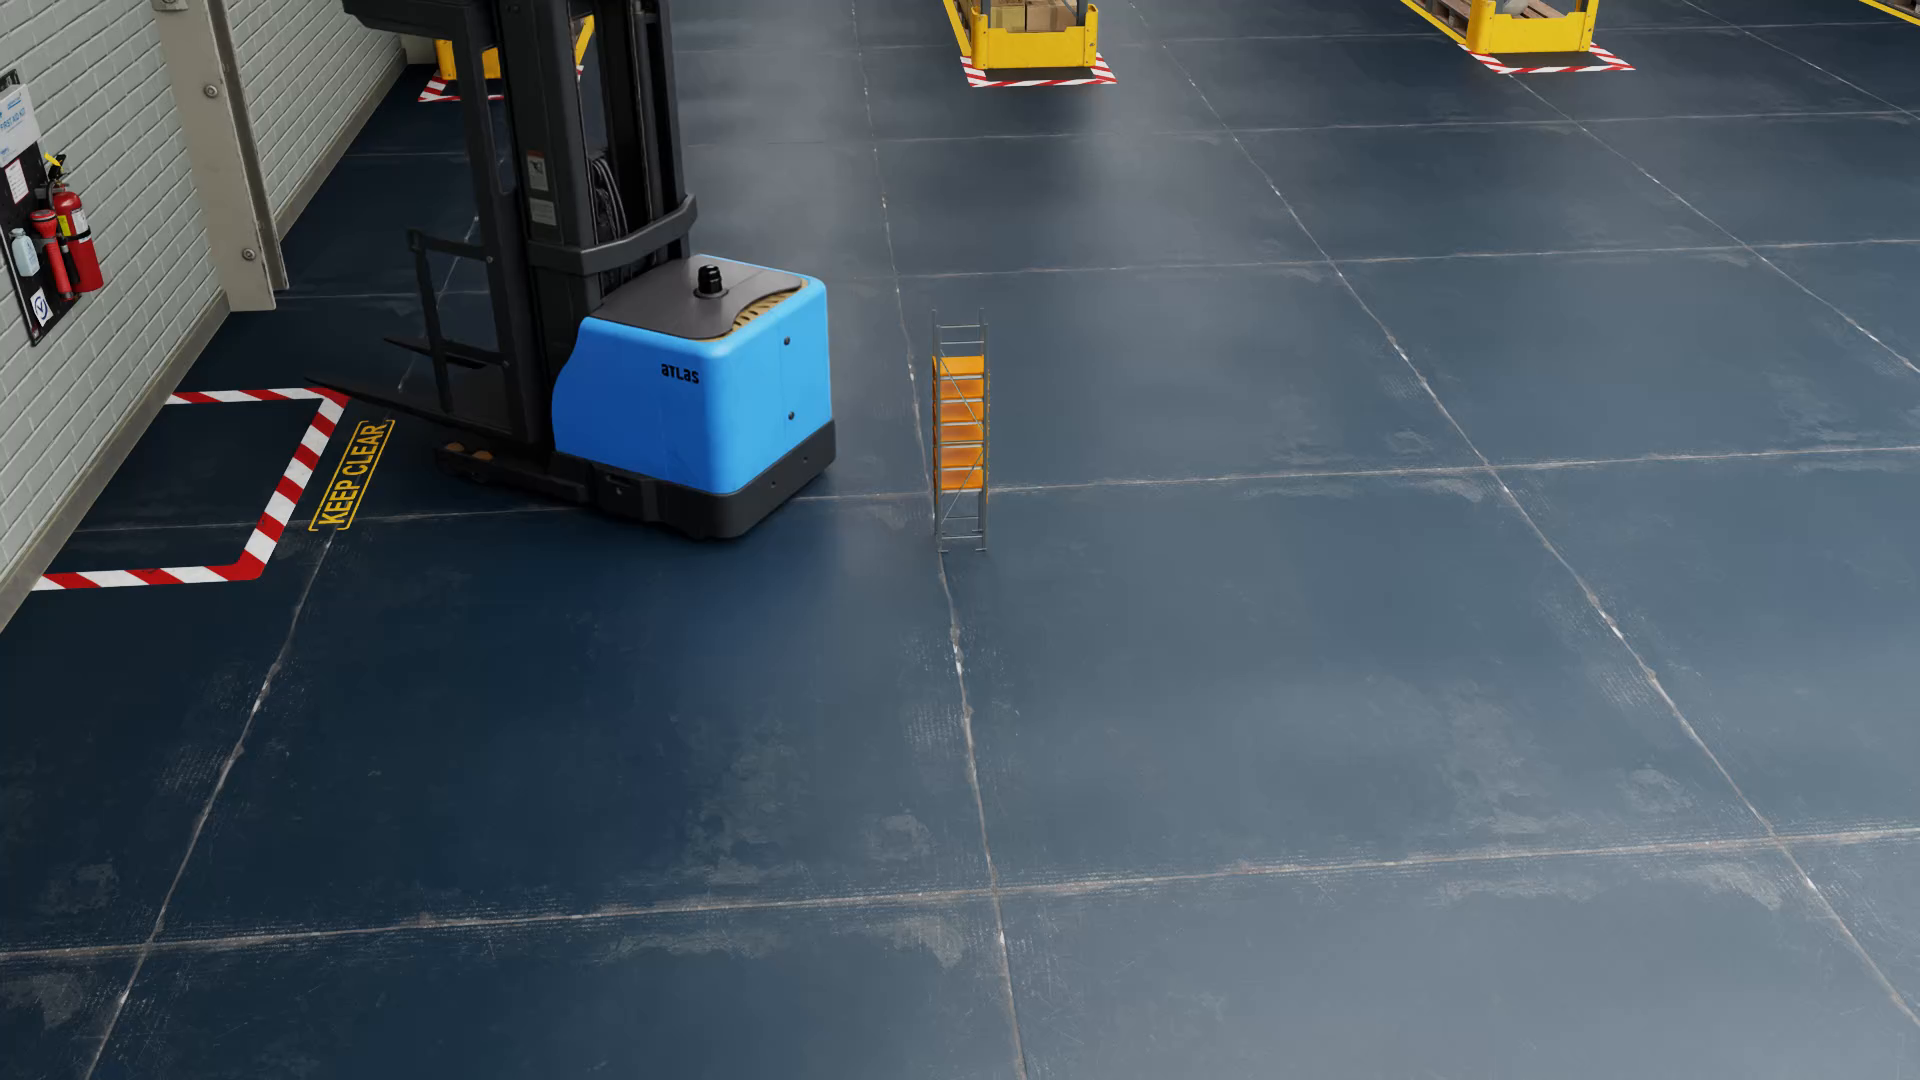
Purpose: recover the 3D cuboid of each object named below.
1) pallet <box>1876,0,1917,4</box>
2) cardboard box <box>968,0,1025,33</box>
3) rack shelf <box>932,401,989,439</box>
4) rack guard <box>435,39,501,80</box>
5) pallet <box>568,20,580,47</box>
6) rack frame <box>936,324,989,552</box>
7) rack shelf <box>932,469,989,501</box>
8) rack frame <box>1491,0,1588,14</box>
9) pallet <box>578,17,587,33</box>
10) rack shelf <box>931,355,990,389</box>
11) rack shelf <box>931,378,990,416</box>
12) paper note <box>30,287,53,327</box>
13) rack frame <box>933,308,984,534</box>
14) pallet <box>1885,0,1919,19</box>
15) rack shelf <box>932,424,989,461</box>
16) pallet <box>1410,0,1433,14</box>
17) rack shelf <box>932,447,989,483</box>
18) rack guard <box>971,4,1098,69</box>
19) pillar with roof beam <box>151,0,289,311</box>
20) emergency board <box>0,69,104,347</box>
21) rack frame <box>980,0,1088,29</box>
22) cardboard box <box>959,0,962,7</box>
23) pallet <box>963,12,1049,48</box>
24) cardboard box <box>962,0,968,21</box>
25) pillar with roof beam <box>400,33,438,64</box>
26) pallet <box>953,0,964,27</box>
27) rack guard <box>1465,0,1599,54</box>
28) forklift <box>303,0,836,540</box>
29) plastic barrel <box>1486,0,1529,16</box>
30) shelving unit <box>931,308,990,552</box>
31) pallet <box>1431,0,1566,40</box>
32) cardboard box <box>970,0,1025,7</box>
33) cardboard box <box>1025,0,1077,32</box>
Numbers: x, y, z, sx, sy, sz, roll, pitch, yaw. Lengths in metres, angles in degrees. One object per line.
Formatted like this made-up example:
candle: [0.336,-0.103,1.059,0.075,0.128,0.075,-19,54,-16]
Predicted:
pallet: [10.401,-6.207,18.436,1.003,0.211,1.213,-3,31,-5]
cardboard box: [0.352,-5.114,16.159,0.500,0.250,0.500,-3,31,-5]
rack shelf: [0.001,-0.573,7.891,0.258,0.103,0.180,-3,31,-5]
rack guard: [-4.242,-4.581,15.432,1.175,0.500,0.348,-3,31,-5]
pallet: [-4.283,-4.874,16.203,1.003,0.211,1.213,-3,31,-5]
rack frame: [0.010,-0.461,7.852,0.240,1.200,0.006,-3,31,-5]
rack shelf: [0.001,-0.264,8.076,0.258,0.103,0.180,-3,31,-5]
rack frame: [5.628,-6.090,15.521,1.000,3.000,0.127,-3,31,-5]
pallet: [-4.394,-5.495,17.244,1.003,0.211,1.213,-3,31,-5]
rack shelf: [0.001,-0.779,7.768,0.258,0.103,0.180,-3,31,-5]
rack shelf: [0.001,-0.676,7.830,0.258,0.103,0.180,-3,31,-5]
paper note: [-4.461,-1.133,8.080,0.016,0.148,0.142,-3,31,-5]
rack frame: [-0.007,-0.554,8.008,0.240,1.200,0.006,-3,31,-5]
pallet: [10.512,-5.585,17.395,1.003,0.211,1.213,-3,31,-5]
rack shelf: [0.001,-0.470,7.953,0.258,0.103,0.180,-3,31,-5]
pallet: [5.393,-5.966,18.032,1.003,0.211,1.213,-3,31,-5]
rack shelf: [0.001,-0.367,8.014,0.258,0.103,0.180,-3,31,-5]
rack guard: [0.699,-4.769,15.747,1.175,0.500,0.348,-3,31,-5]
pillar with roof beam: [-0.315,-5.650,8.933,9.100,9.000,0.400,-3,31,-5]
emergency board: [-4.408,-1.605,8.011,0.194,1.169,0.643,-3,31,-5]
rack frame: [0.696,-5.855,15.127,1.000,3.000,0.127,-3,31,-5]
cardboard box: [0.245,-5.624,17.012,0.500,0.250,0.500,-3,31,-5]
pallet: [0.583,-5.046,16.492,1.003,0.211,1.213,-3,31,-5]
cardboard box: [0.293,-5.369,16.585,0.500,0.250,0.500,-3,31,-5]
pillar with roof beam: [-0.876,-8.713,14.062,9.100,9.000,0.400,-3,31,-5]
pallet: [0.472,-5.667,17.532,1.003,0.211,1.213,-3,31,-5]
rack guard: [5.574,-5.053,16.223,1.175,0.500,0.348,-3,31,-5]
forklift: [-2.206,-1.783,8.376,3.031,2.935,1.130,15,34,23]
plastic barrel: [5.491,-5.535,16.607,0.421,0.512,0.421,0,31,0]
shelving unit: [0.001,-0.508,7.930,0.258,1.200,0.189,-3,31,-5]
pallet: [5.504,-5.344,16.992,1.003,0.211,1.213,-3,31,-5]
cardboard box: [0.350,-5.436,15.966,0.500,0.500,0.500,-3,31,-5]
cardboard box: [0.868,-5.139,16.200,0.500,0.250,0.500,-3,31,-5]
